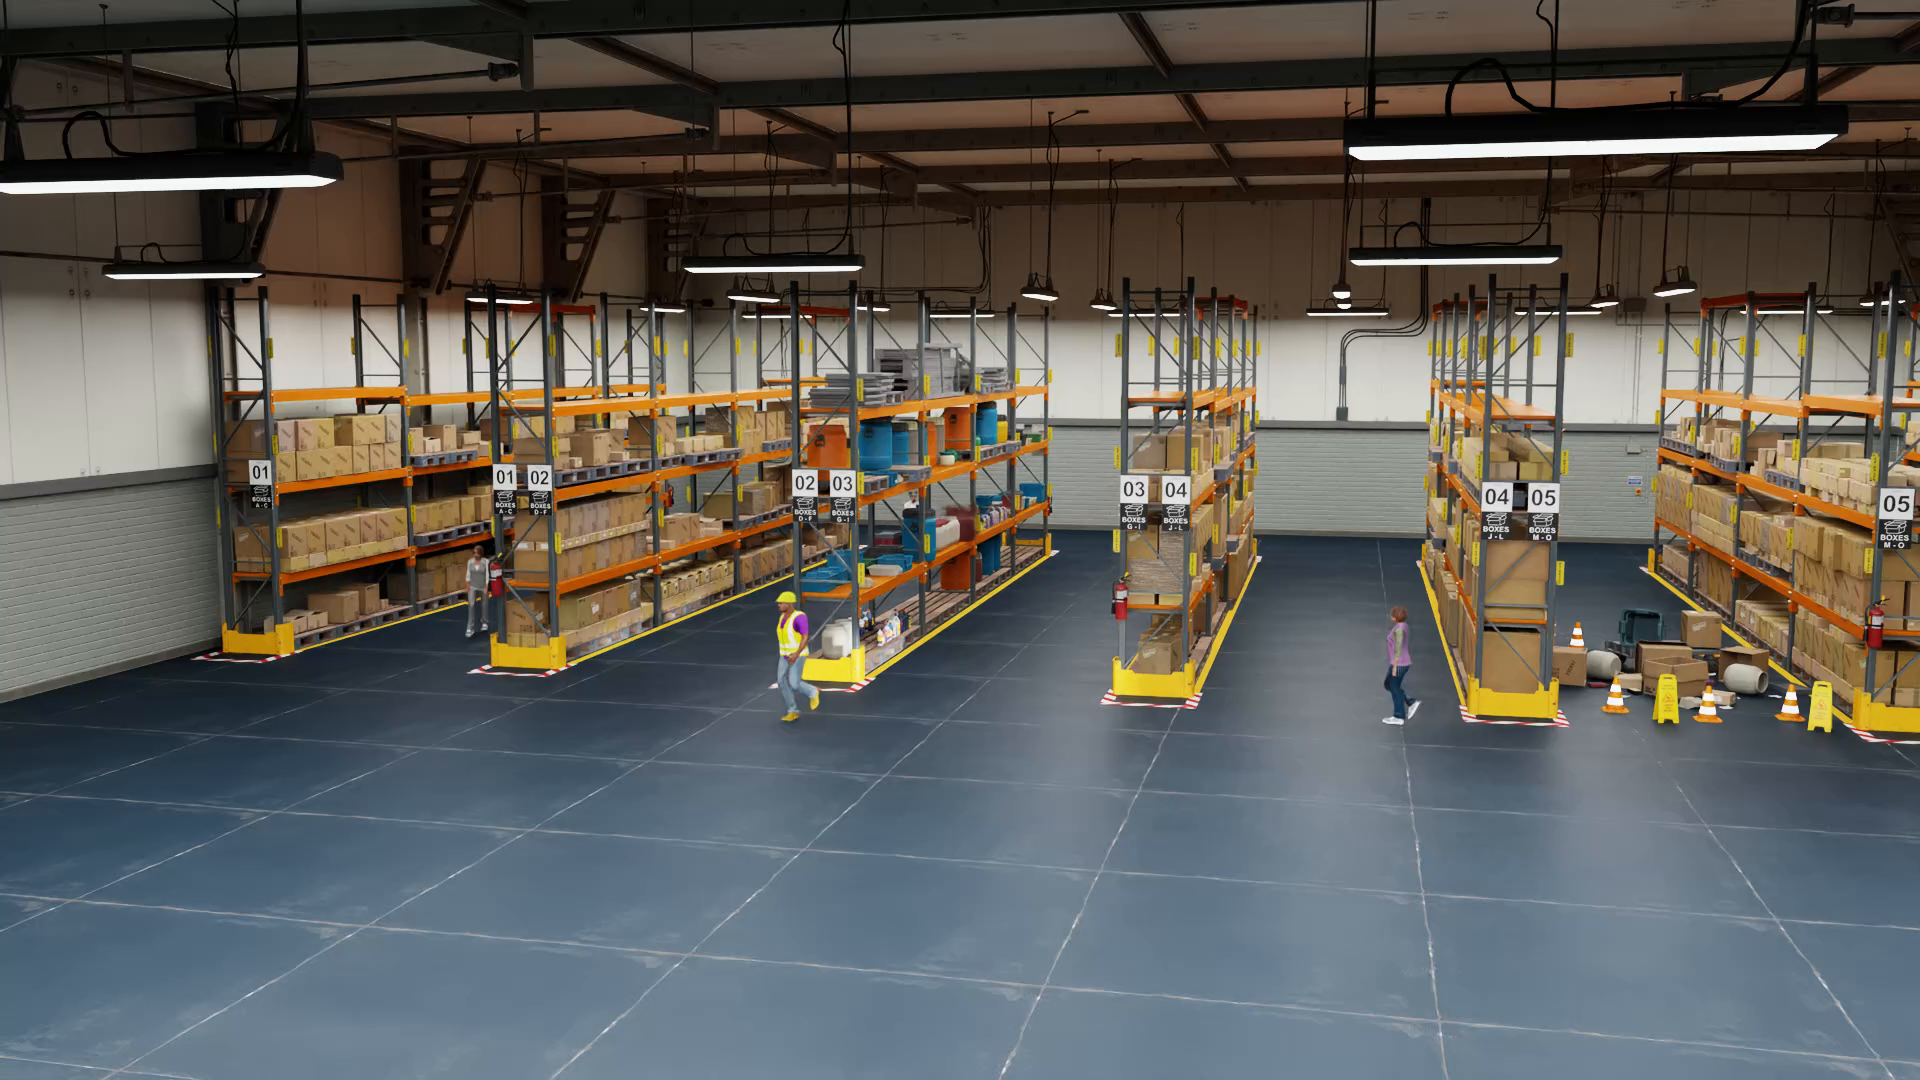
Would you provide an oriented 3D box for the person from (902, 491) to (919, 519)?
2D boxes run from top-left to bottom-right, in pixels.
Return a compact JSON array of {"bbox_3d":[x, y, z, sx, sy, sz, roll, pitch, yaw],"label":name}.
[{"bbox_3d":[-1.118,-0.385,39.733,0.493,1.614,1.049,2,7,13],"label":"person"}]

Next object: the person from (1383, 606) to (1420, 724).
[{"bbox_3d":[5.887,1.659,22.104,0.478,1.588,0.419,1,7,11],"label":"person"}]

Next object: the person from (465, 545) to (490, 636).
[{"bbox_3d":[-8.455,0.864,29.170,0.437,1.545,0.920,-2,7,-13],"label":"person"}]

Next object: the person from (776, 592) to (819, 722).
[{"bbox_3d":[-2.228,1.562,22.569,0.623,1.730,0.655,6,9,44],"label":"person"}]
